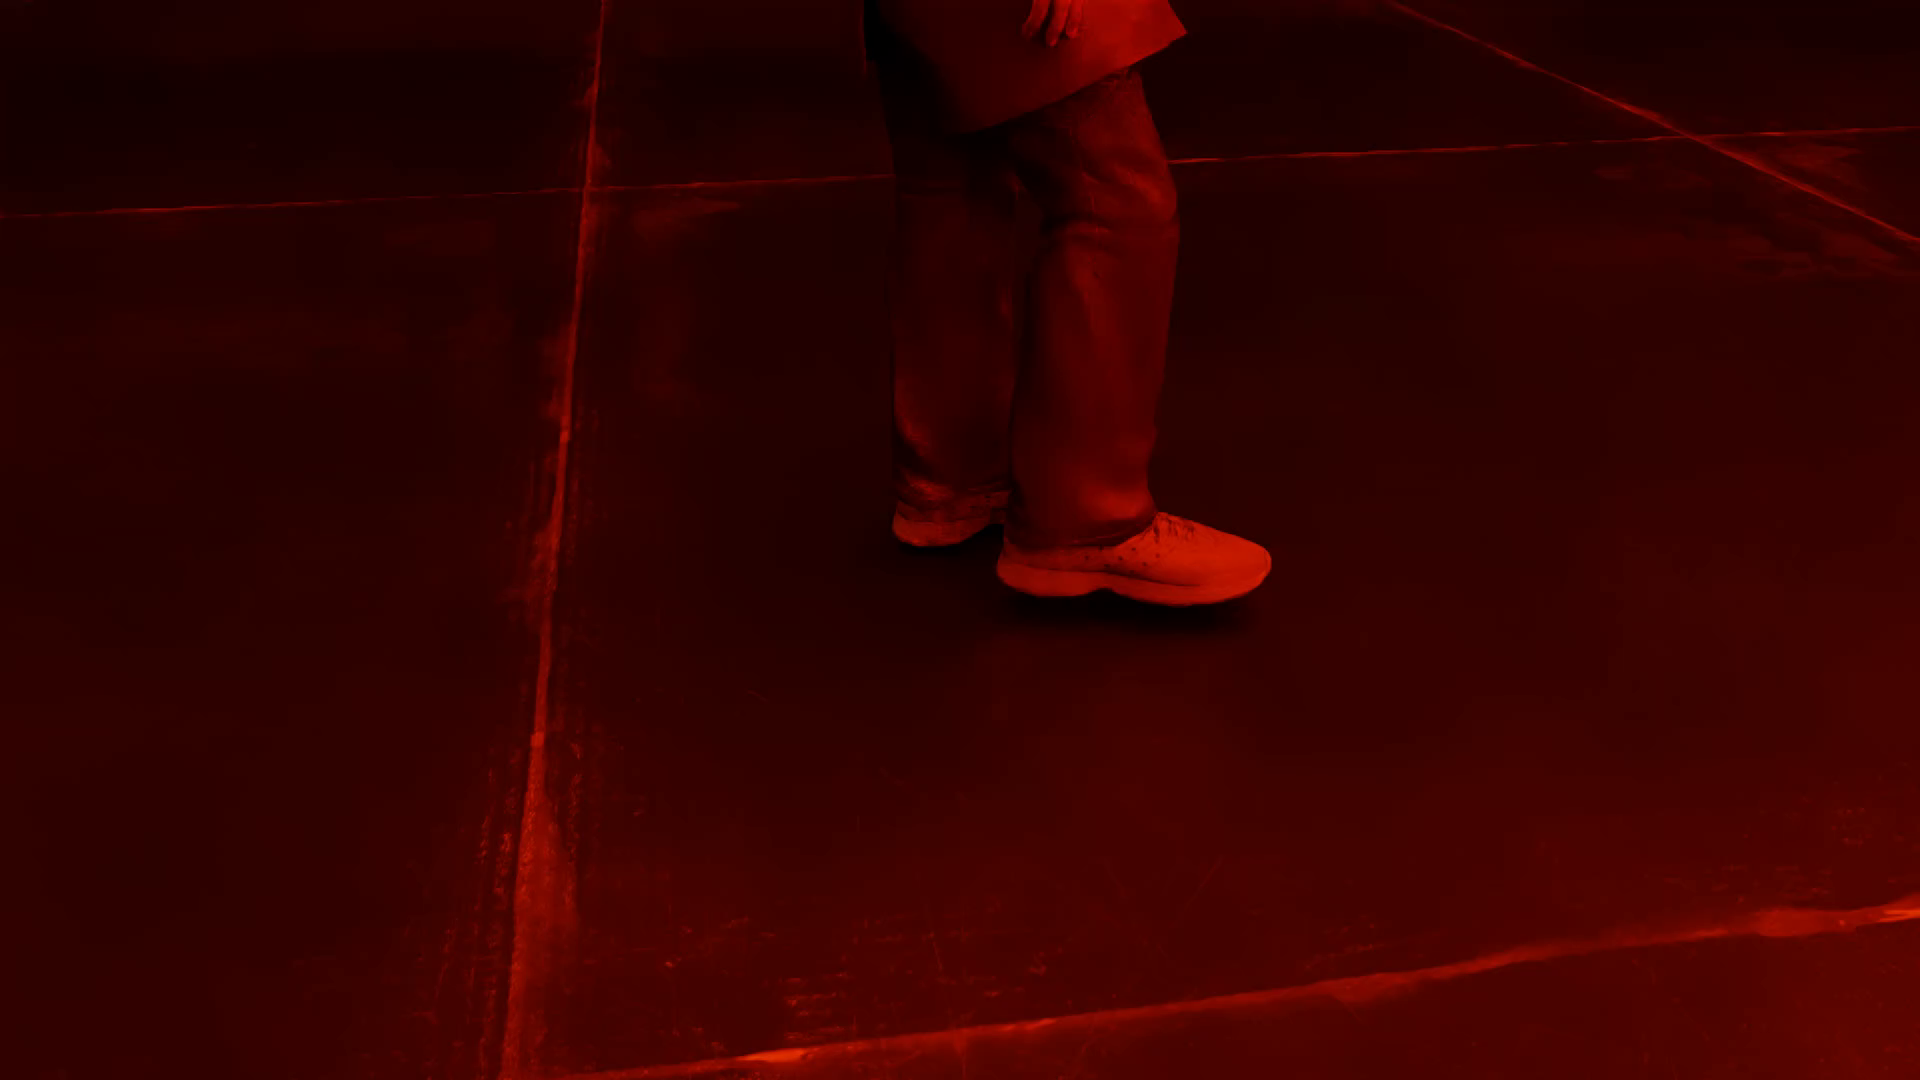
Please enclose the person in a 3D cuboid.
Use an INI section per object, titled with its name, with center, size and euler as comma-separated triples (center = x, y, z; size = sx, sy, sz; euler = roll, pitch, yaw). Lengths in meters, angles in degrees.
[person]
center = 0.089, -0.798, 2.089
size = 0.586, 1.775, 0.694
euler = -5, 28, -9
